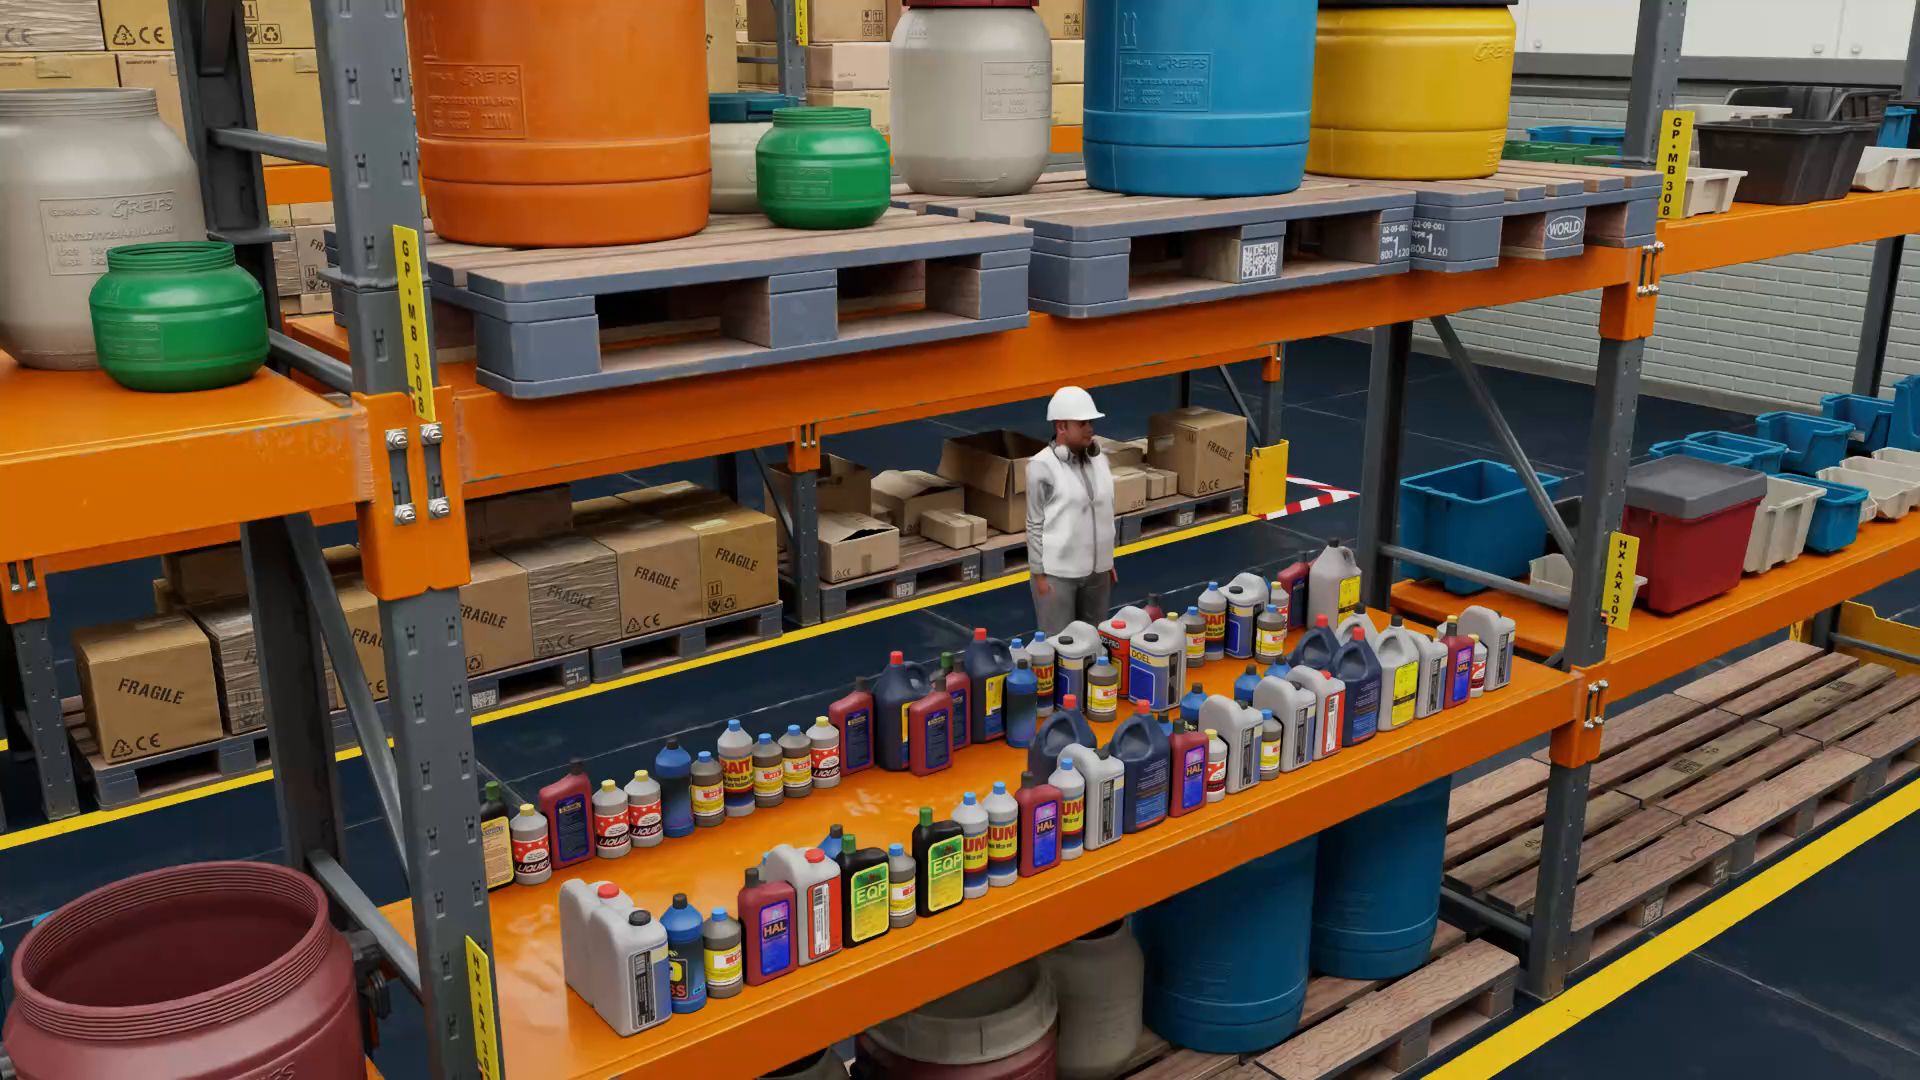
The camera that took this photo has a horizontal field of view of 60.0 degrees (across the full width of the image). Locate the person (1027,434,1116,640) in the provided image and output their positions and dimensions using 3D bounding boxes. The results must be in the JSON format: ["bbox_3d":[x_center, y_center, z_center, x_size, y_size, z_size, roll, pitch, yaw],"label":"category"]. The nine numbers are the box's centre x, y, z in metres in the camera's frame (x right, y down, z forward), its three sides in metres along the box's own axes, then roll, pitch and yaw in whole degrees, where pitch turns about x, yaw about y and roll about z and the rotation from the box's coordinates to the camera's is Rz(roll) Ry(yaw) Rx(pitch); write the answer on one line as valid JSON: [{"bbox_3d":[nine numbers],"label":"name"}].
[{"bbox_3d":[0.543,0.216,8.126,0.447,1.472,0.358,-13,22,-35],"label":"person"}]
